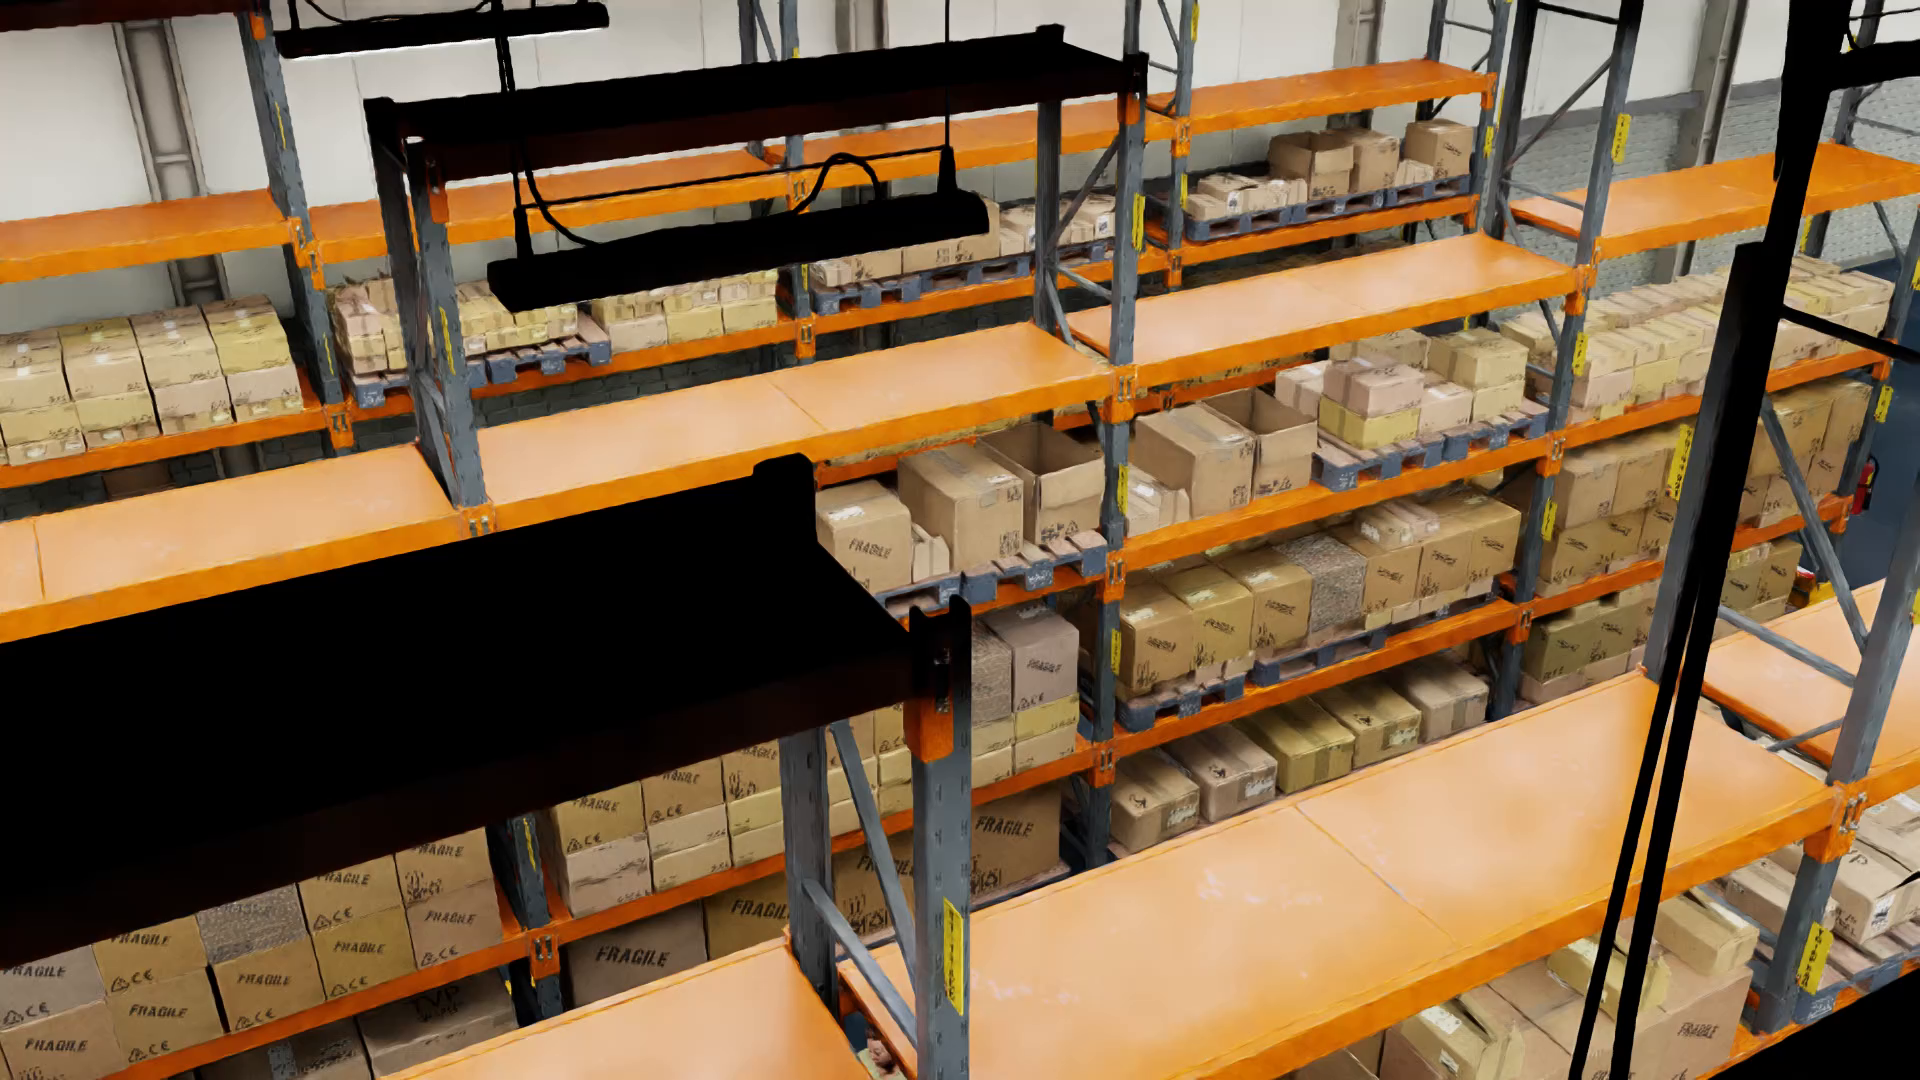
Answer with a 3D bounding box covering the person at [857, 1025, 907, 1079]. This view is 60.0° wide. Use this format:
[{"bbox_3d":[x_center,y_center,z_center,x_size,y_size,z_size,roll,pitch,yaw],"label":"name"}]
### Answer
[{"bbox_3d":[-0.385,3.252,9.051,0.567,1.666,0.570,-1,28,-2],"label":"person"}]
